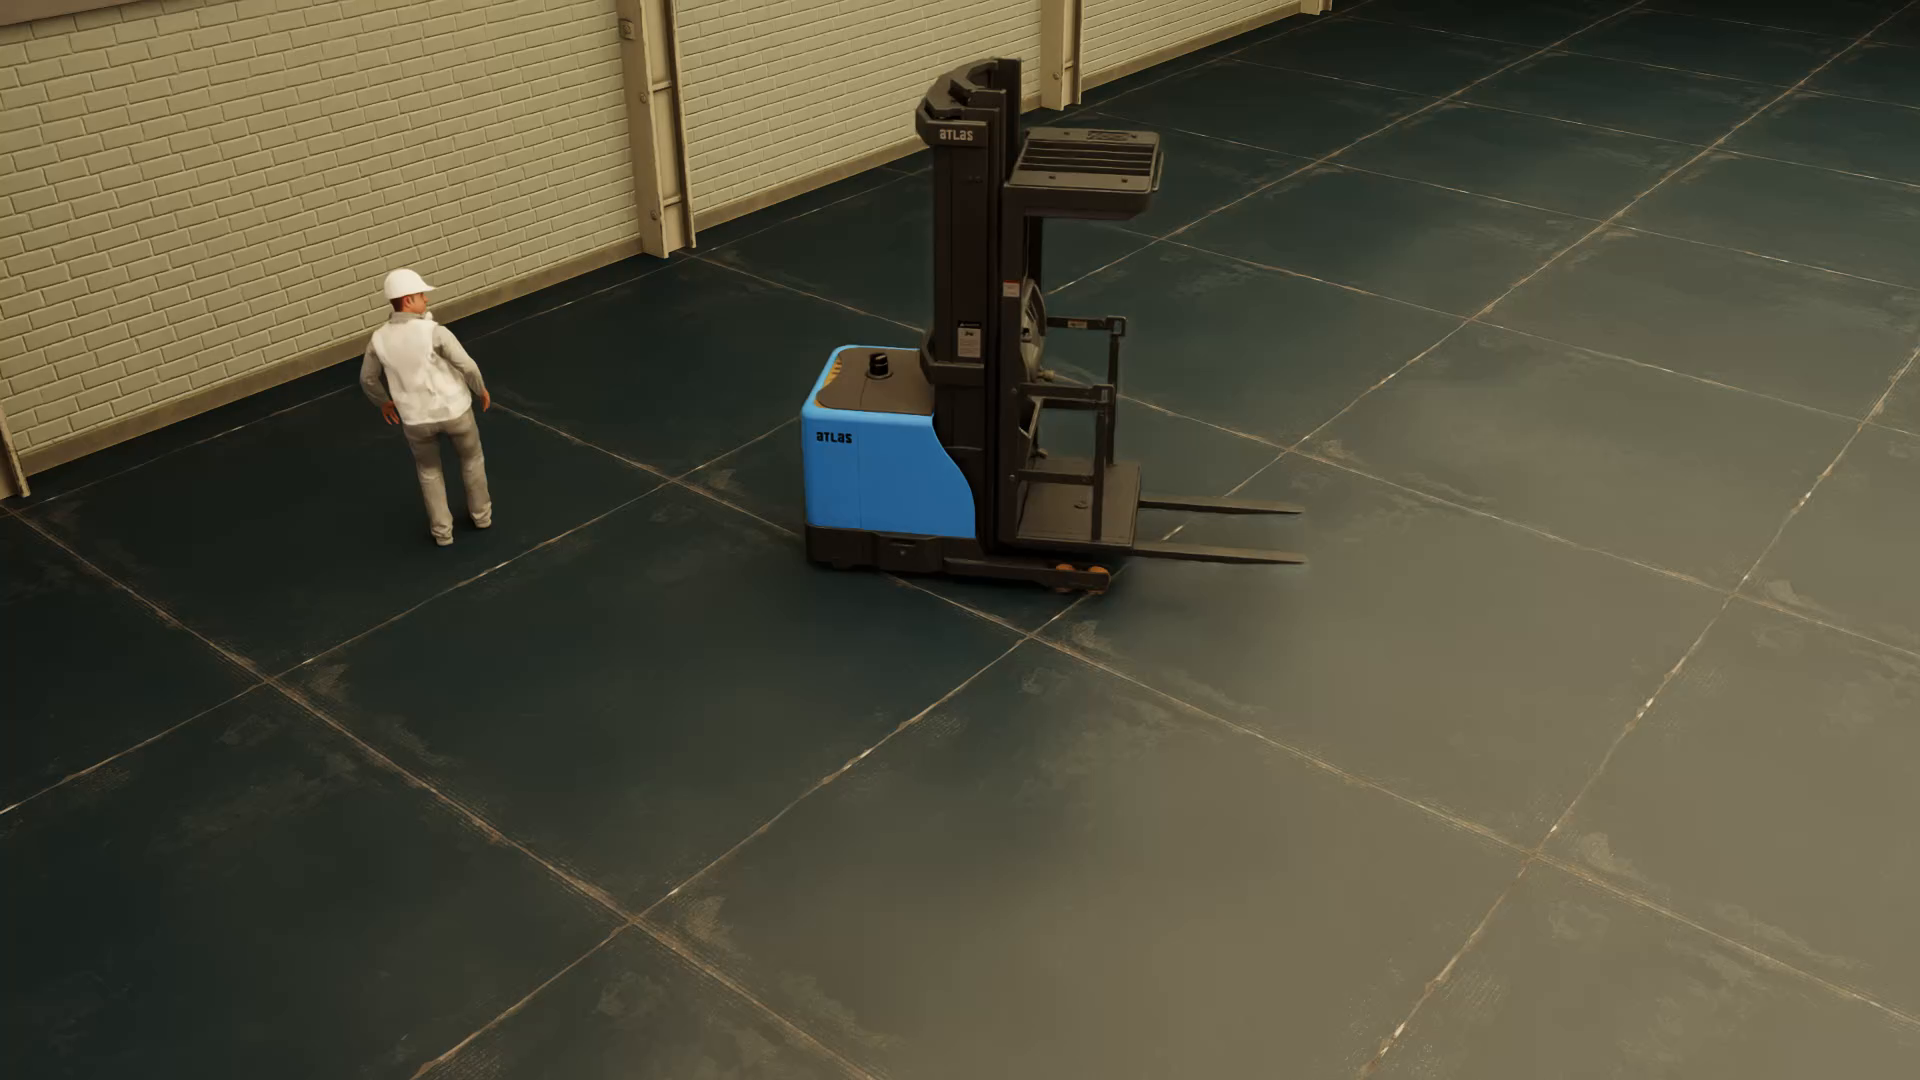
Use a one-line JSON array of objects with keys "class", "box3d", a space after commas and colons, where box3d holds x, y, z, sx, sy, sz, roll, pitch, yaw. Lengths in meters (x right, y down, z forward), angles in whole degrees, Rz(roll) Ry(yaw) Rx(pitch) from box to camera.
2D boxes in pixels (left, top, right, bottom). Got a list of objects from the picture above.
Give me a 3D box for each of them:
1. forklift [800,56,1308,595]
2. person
[{"class": "forklift", "box3d": [0.613, -1.226, 9.693, 3.031, 2.935, 1.130, 4, 31, 8]}, {"class": "person", "box3d": [-3.246, -0.824, 10.182, 0.726, 1.748, 0.513, -4, 31, -7]}]
